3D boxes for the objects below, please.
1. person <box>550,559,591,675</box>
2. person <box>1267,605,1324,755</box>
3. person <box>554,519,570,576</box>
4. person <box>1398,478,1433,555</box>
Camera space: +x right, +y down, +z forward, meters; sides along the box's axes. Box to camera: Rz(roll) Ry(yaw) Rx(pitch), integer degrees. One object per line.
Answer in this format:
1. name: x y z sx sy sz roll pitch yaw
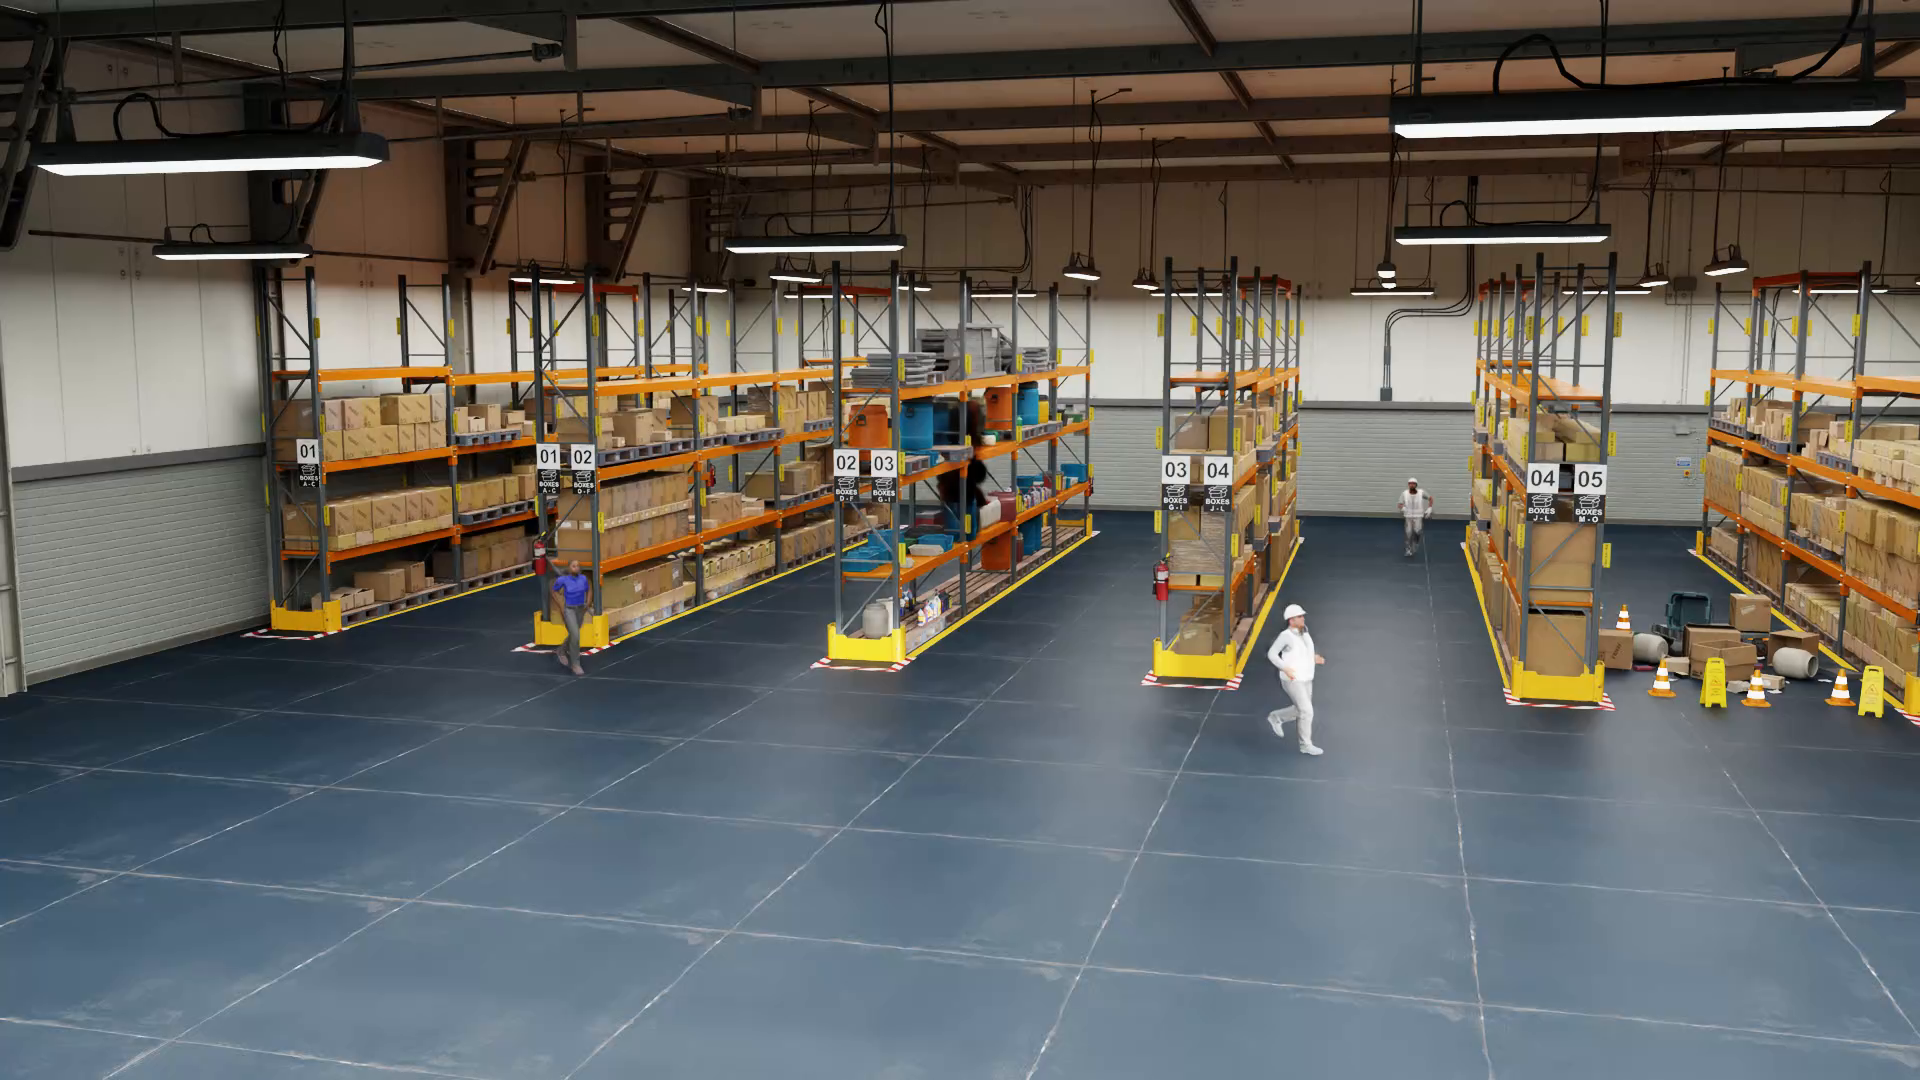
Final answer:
1. person: -5.691 1.104 24.401 0.756 1.701 0.586 7 10 43
2. person: 3.981 1.637 19.775 0.669 1.745 0.860 -7 10 -44
3. person: -7.337 0.175 31.282 0.722 1.746 0.628 1 7 6
4. person: 9.966 -0.500 36.486 0.714 1.729 0.770 3 8 22
